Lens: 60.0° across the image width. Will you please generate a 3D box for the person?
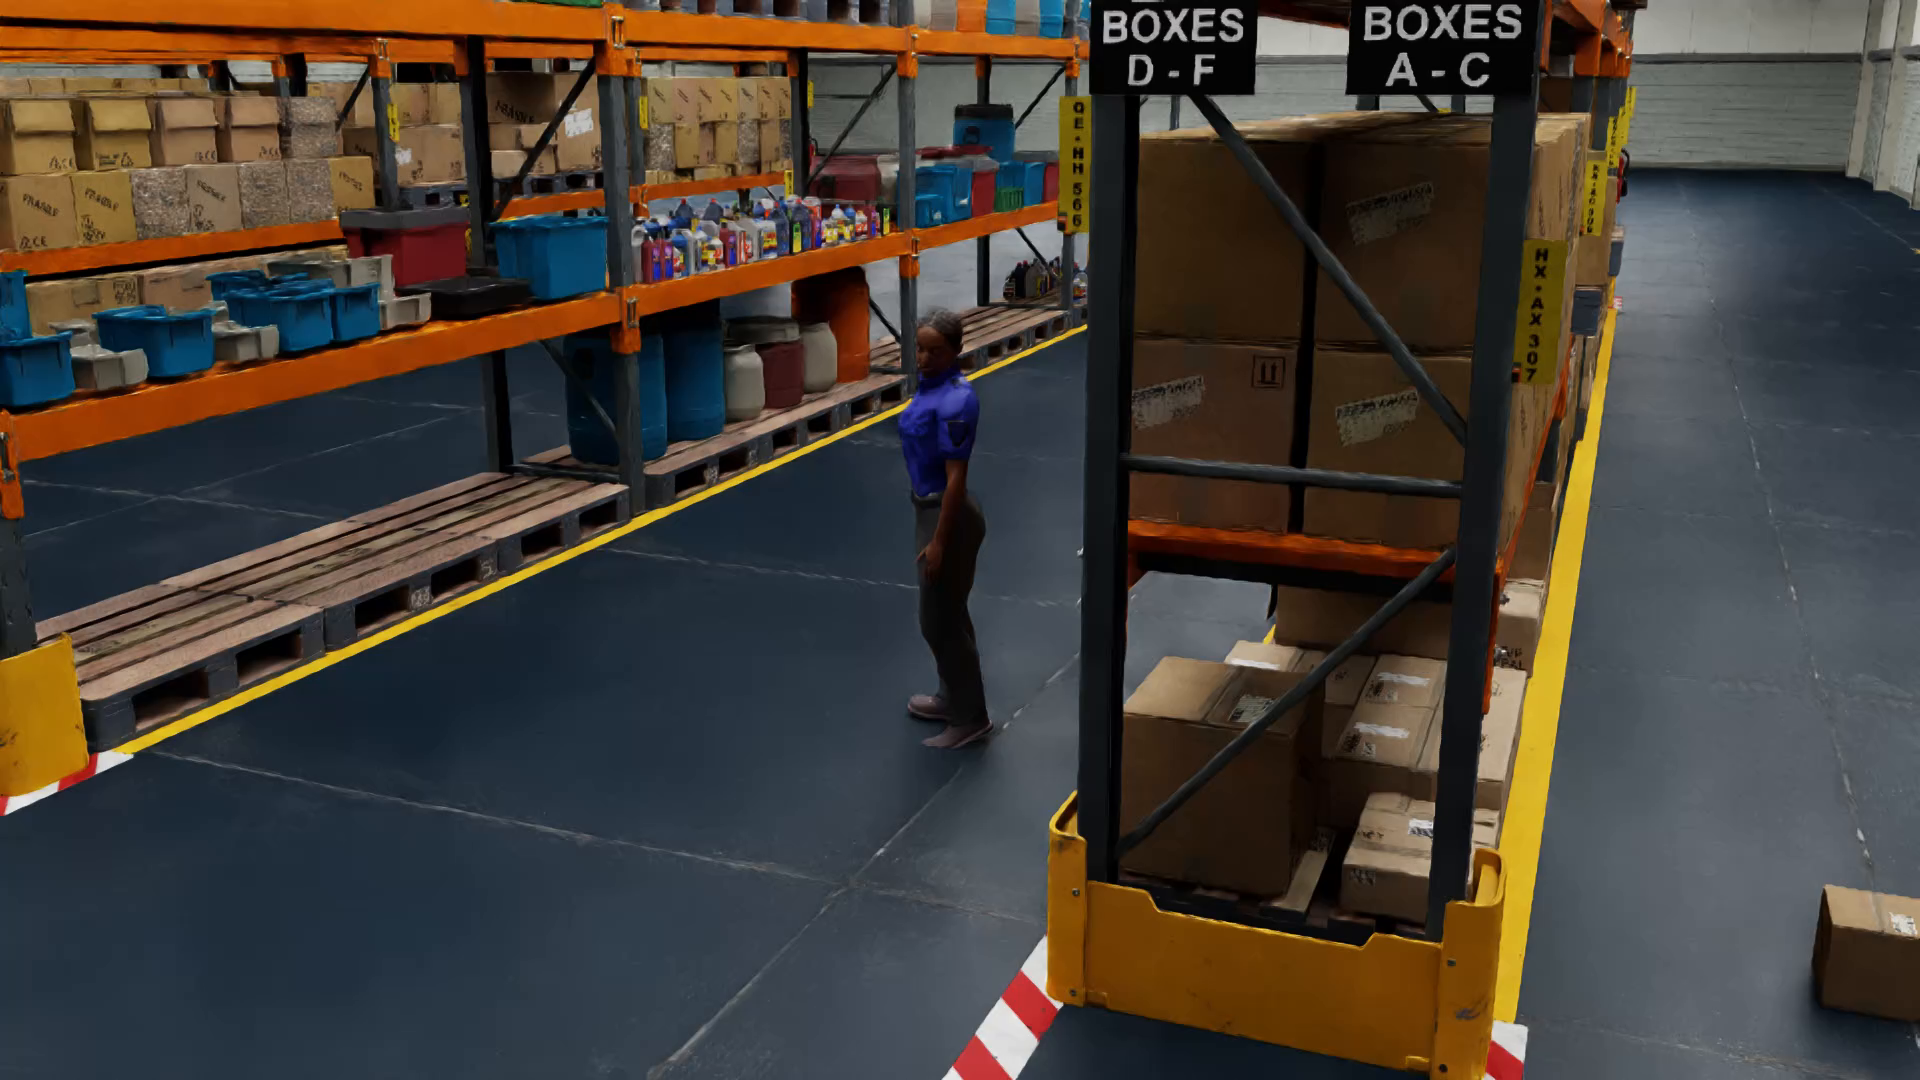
[{"bbox_3d":[-0.055,-0.029,6.197,0.351,1.704,0.540,-1,16,-5],"label":"person"}]
